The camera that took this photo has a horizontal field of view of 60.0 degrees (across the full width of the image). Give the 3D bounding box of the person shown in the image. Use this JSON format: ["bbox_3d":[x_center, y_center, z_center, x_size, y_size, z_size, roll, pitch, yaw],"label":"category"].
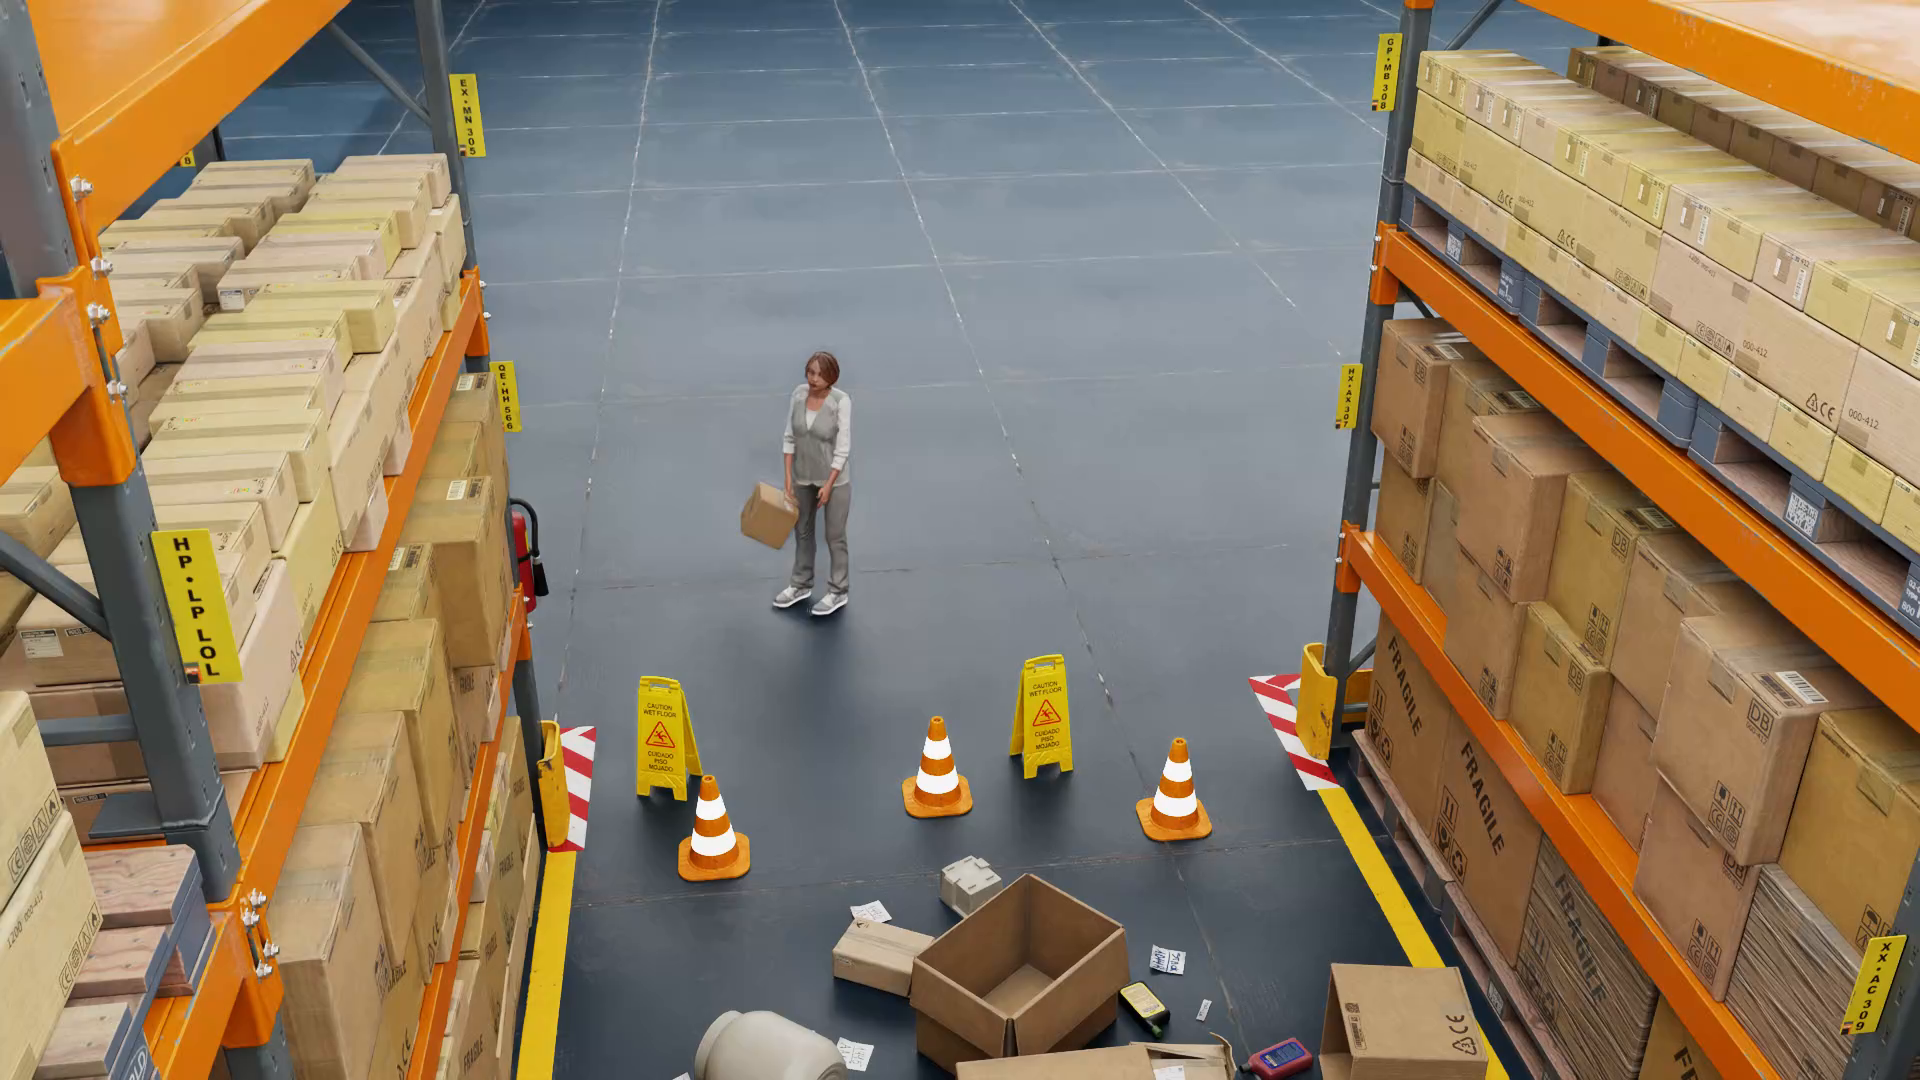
[{"bbox_3d":[-0.861,-0.329,9.688,0.478,1.607,0.403,10,29,18],"label":"person"}]
